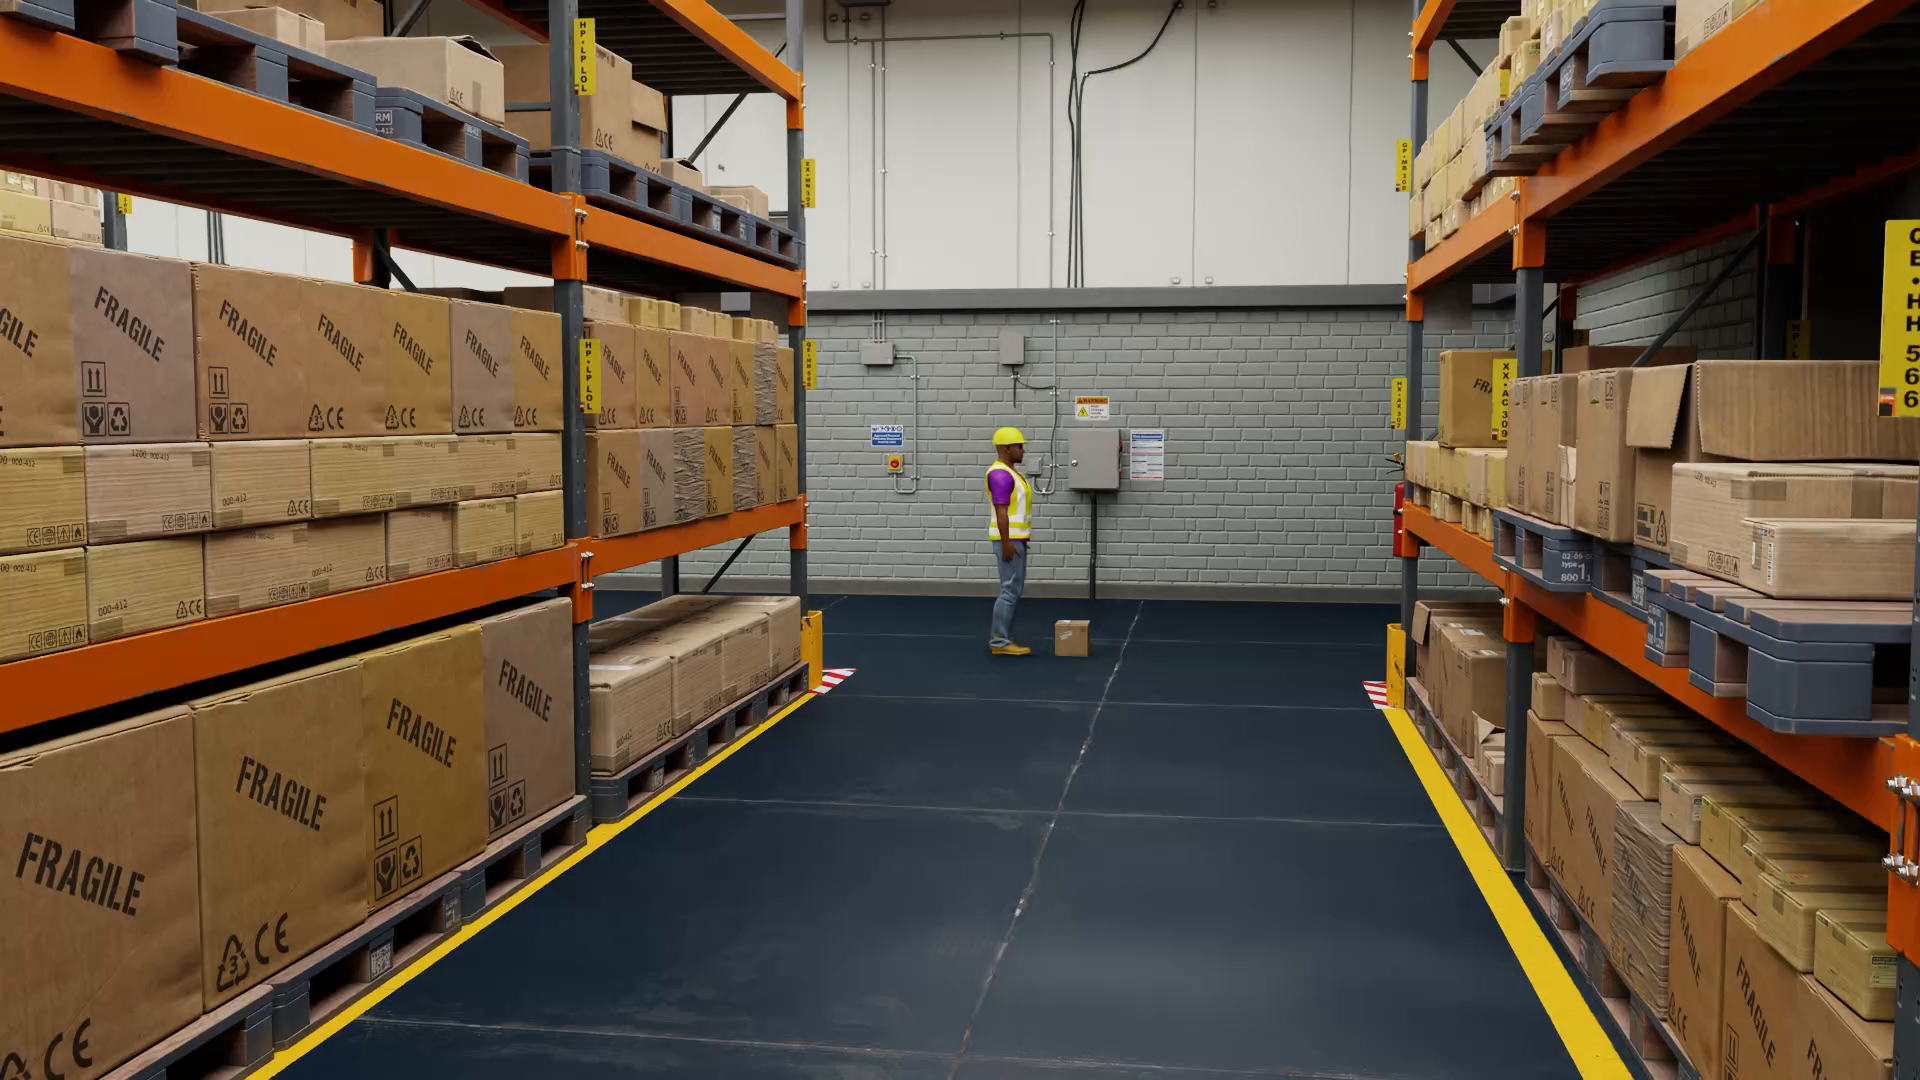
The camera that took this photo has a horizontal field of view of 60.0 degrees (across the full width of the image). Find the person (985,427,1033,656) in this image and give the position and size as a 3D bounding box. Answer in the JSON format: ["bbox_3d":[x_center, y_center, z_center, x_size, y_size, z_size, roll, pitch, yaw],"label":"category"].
[{"bbox_3d":[0.393,0.014,12.952,0.362,1.778,0.563,1,5,10],"label":"person"}]
